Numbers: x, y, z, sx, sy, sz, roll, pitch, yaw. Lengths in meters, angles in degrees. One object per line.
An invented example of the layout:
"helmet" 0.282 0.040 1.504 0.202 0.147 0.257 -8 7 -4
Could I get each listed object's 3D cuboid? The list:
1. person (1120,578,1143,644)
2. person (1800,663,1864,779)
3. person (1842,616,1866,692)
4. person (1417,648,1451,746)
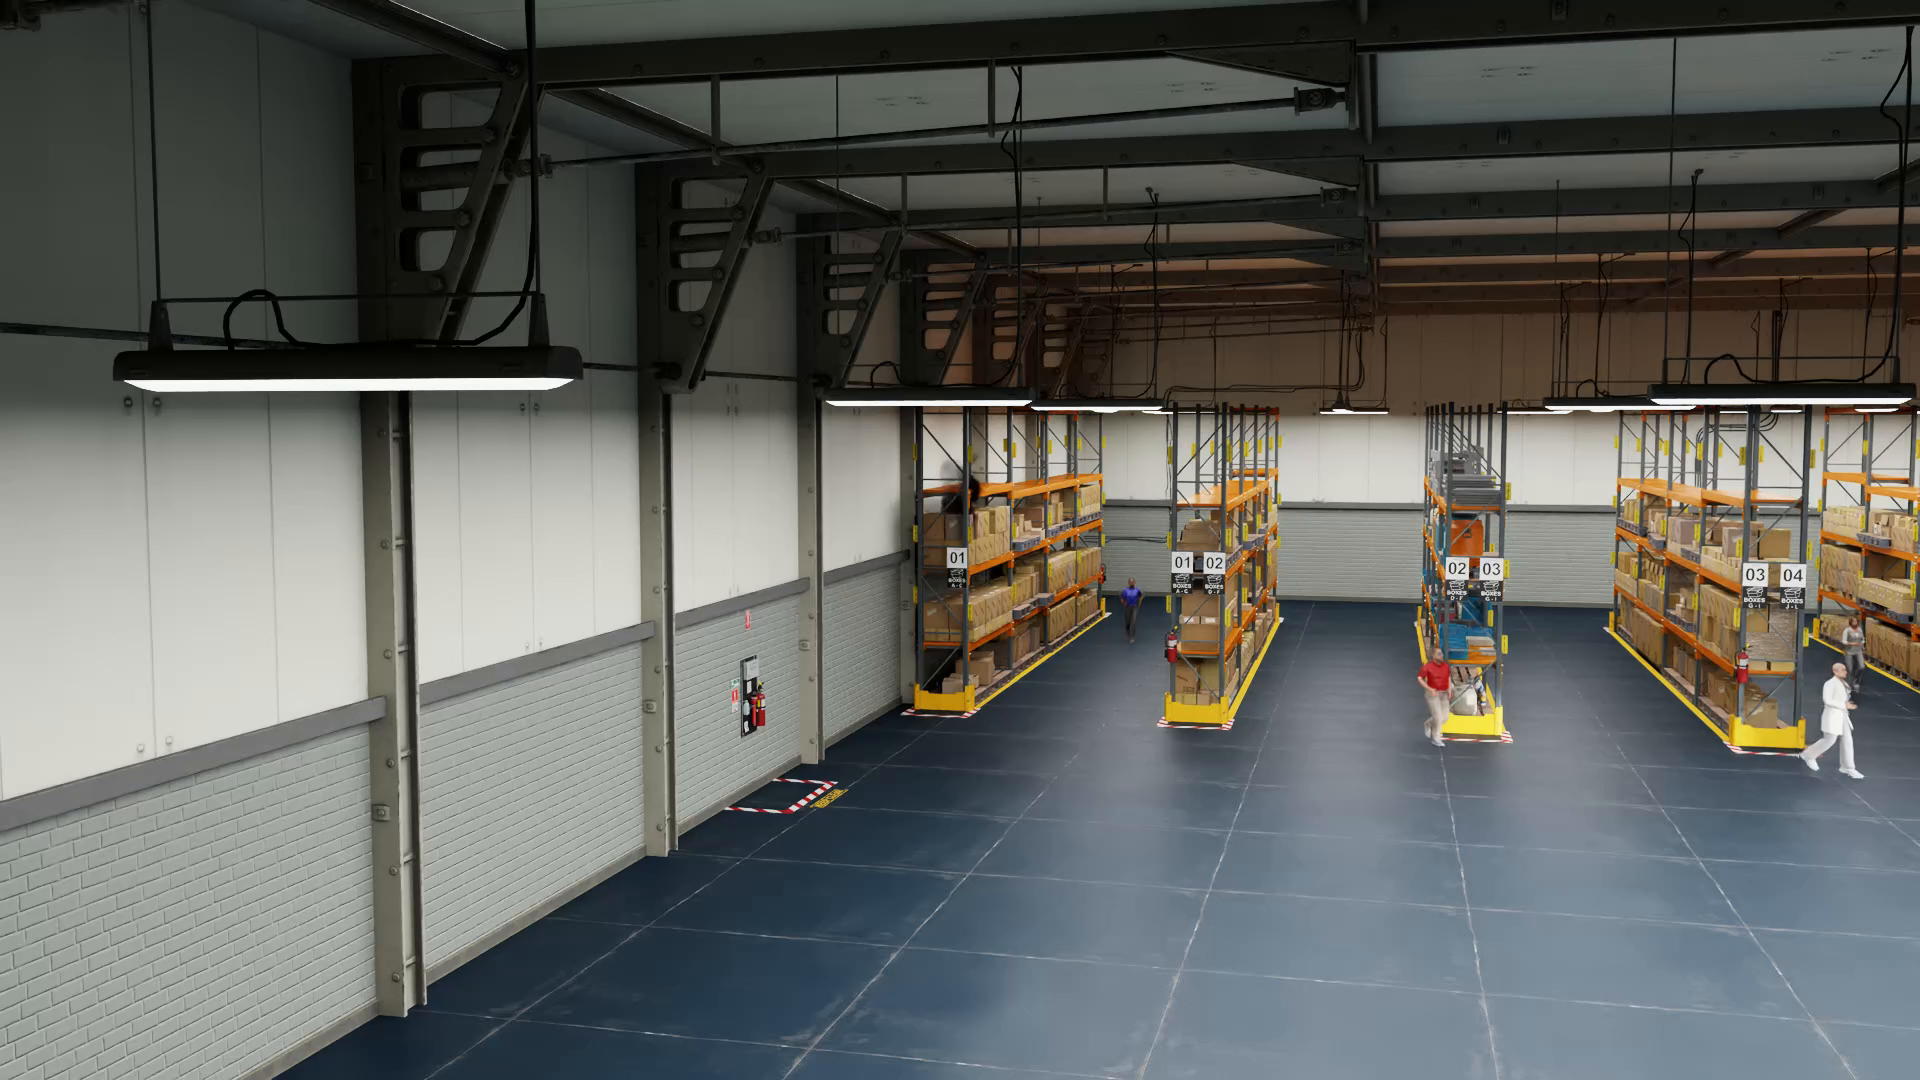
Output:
"person" 4.378 1.786 42.398 0.578 1.641 0.782 0 4 3
"person" 13.996 2.861 26.630 0.730 1.804 0.949 -3 5 -37
"person" 18.566 2.371 34.514 0.510 1.578 0.644 1 4 8
"person" 8.320 2.727 29.145 0.678 1.682 0.650 -2 5 -22
